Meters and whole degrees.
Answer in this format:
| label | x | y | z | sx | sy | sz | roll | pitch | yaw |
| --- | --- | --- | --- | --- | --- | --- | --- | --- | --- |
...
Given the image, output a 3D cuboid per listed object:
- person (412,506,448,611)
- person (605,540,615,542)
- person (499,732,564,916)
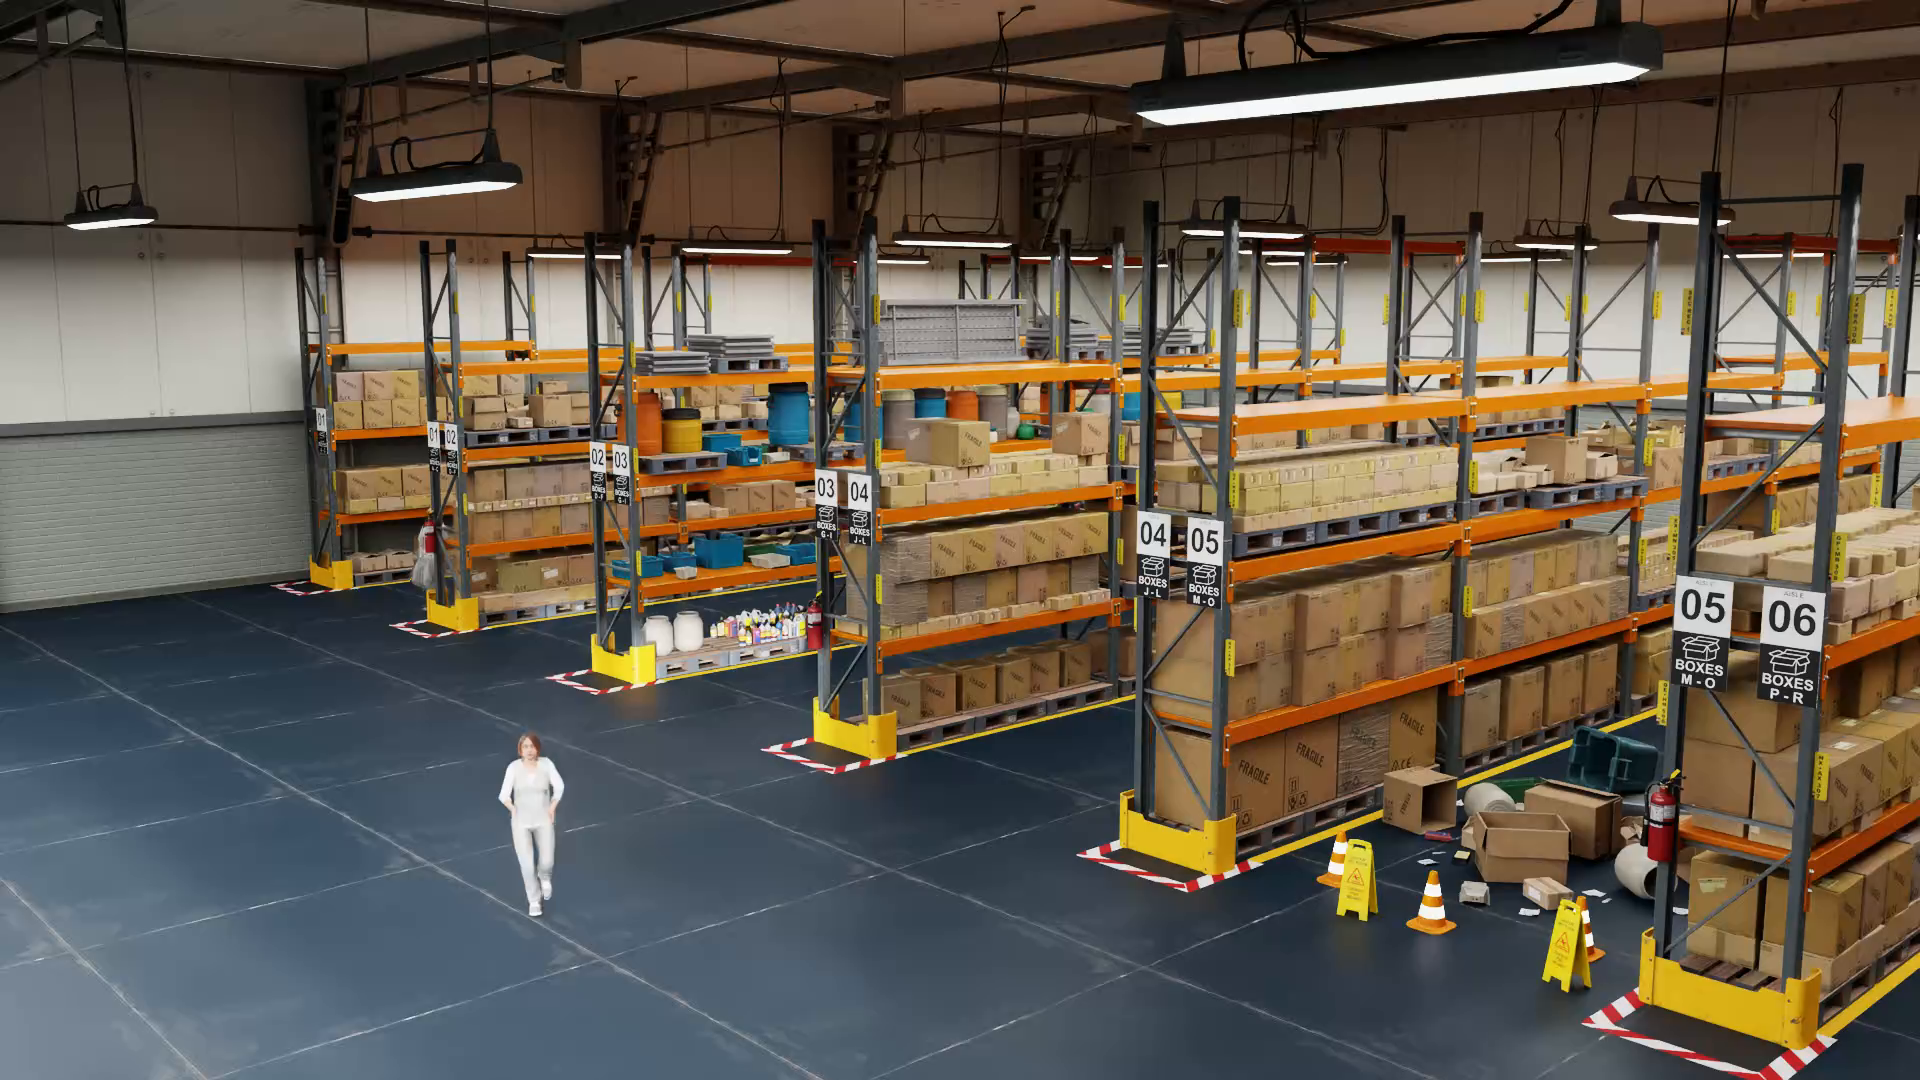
| label | x | y | z | sx | sy | sz | roll | pitch | yaw |
| --- | --- | --- | --- | --- | --- | --- | --- | --- | --- |
| person | -8.719 | 0.305 | 27.324 | 0.675 | 1.723 | 0.560 | 6 | 10 | 35 |
| person | -6.244 | -0.048 | 30.022 | 0.614 | 1.624 | 0.918 | 8 | 11 | 43 |
| person | -3.568 | 2.376 | 13.890 | 0.530 | 1.553 | 0.552 | -2 | 9 | -14 |
